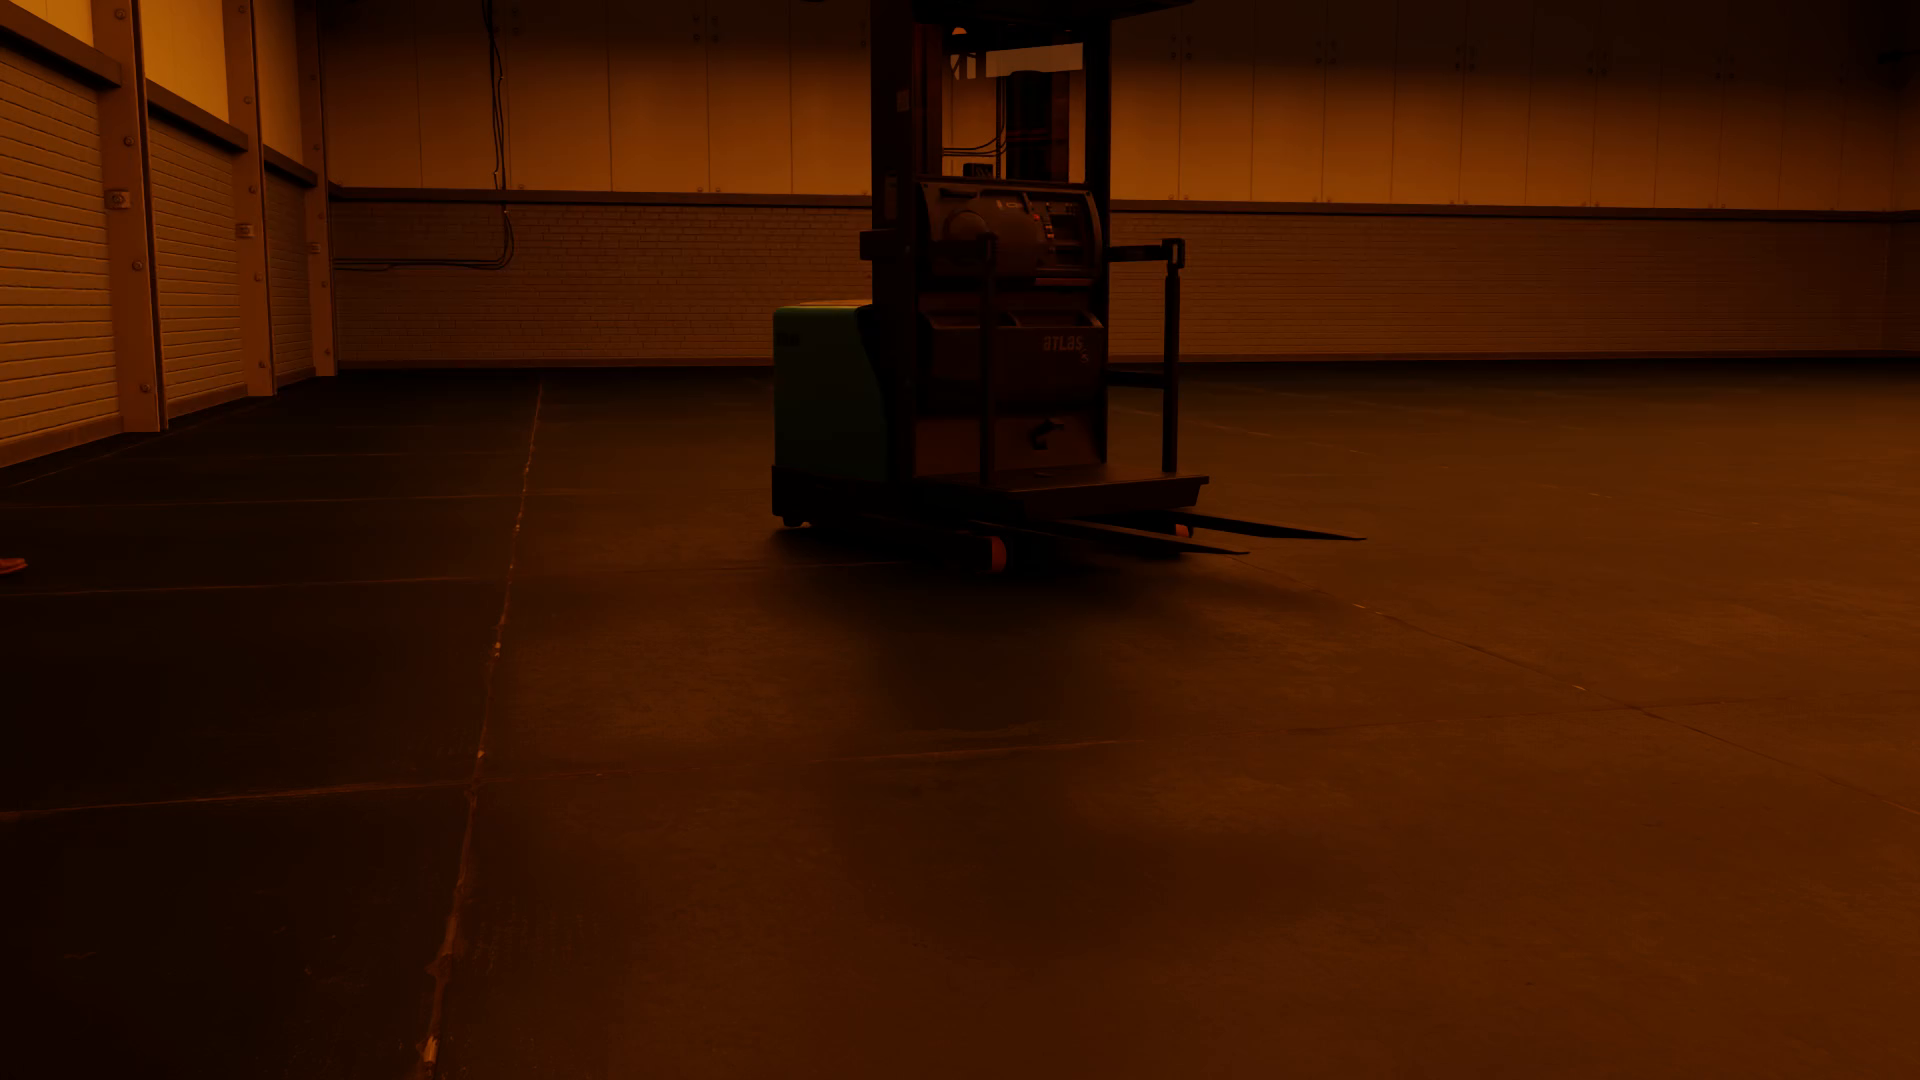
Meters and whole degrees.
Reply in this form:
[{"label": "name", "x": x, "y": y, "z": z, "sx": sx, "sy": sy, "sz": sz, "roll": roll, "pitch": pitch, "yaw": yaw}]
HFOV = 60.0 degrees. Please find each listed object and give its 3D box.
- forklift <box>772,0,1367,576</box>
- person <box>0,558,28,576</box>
[{"label": "forklift", "x": 0.355, "y": -1.383, "z": 7.015, "sx": 1.130, "sy": 2.935, "sz": 3.031, "roll": -6, "pitch": 10, "yaw": -35}, {"label": "person", "x": -3.863, "y": -0.684, "z": 6.248, "sx": 0.419, "sy": 1.763, "sz": 0.771, "roll": -3, "pitch": 8, "yaw": -19}]
